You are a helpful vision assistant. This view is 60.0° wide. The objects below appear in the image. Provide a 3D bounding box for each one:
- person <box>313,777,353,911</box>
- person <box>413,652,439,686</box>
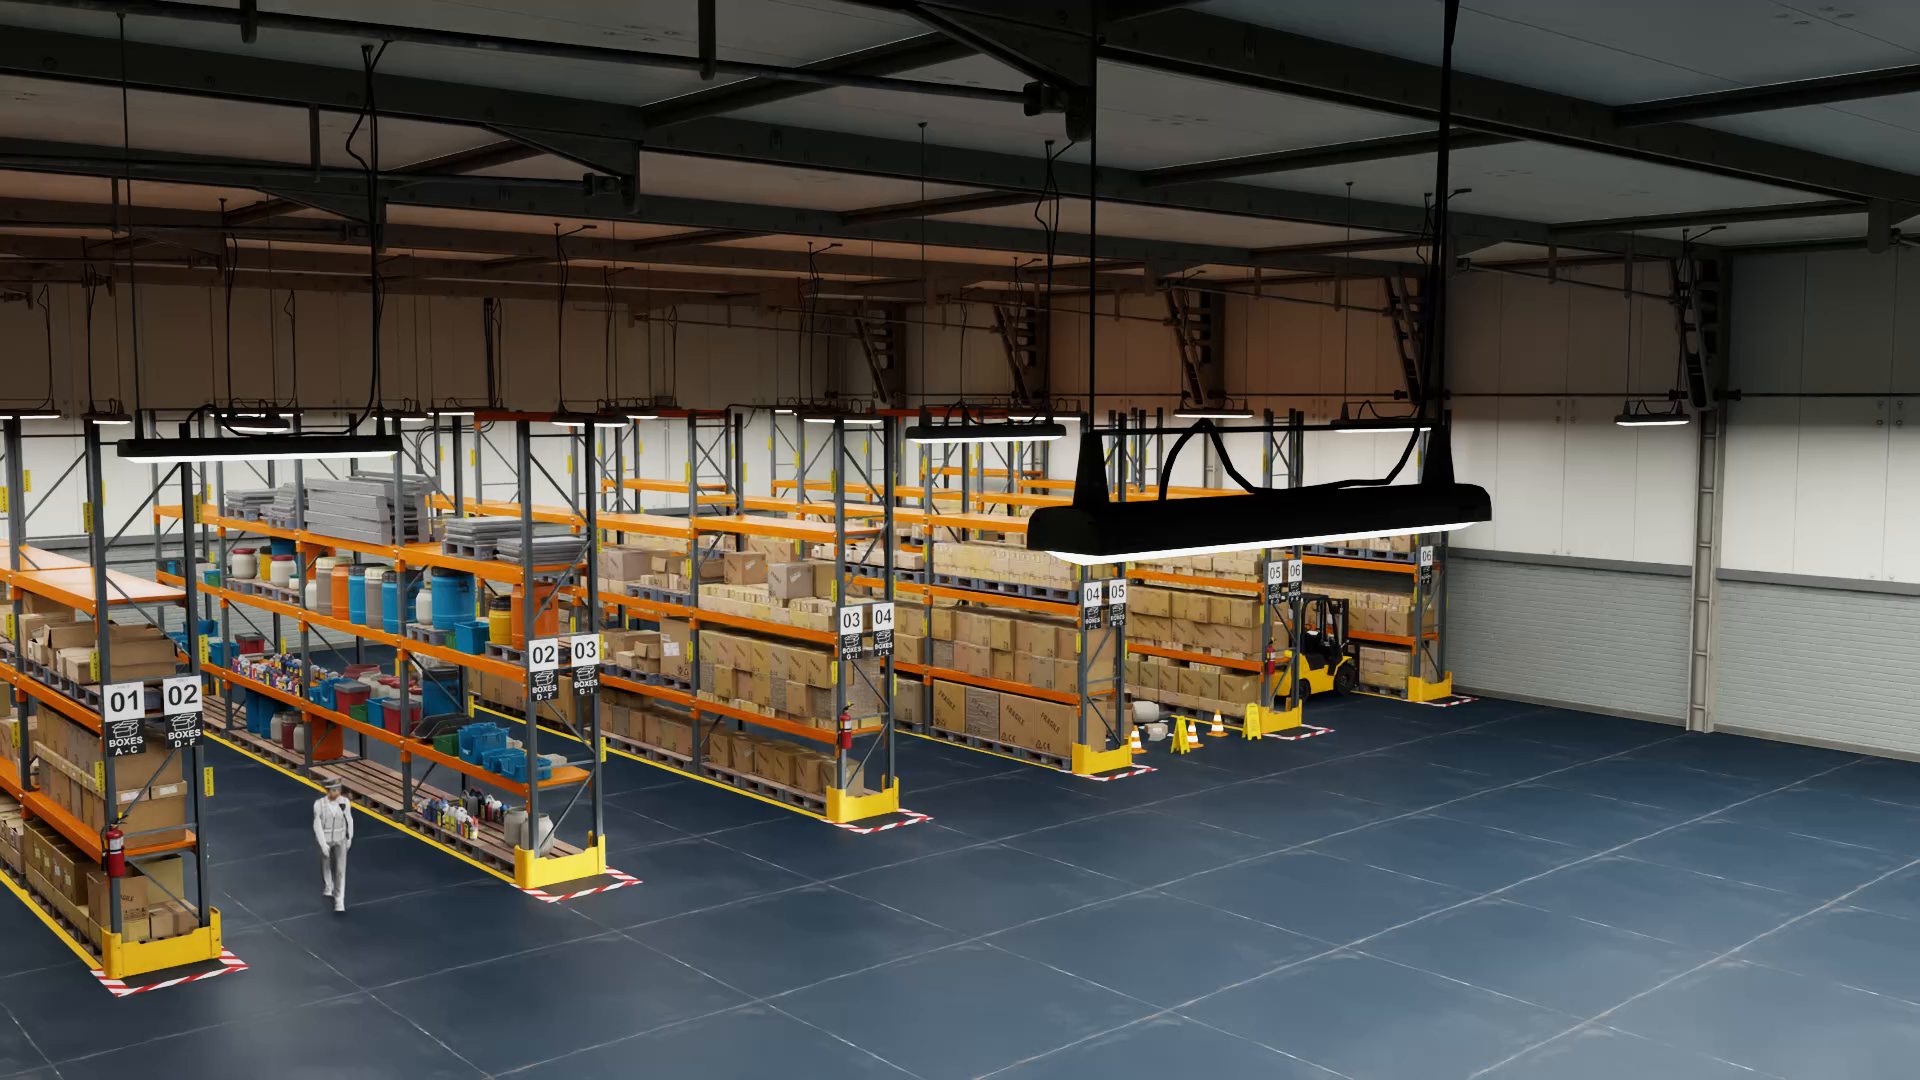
[{"bbox_3d":[-7.744,3.719,20.566,0.466,1.582,1.073,-2,5,-23],"label":"person"},{"bbox_3d":[-10.641,2.625,33.150,0.575,1.617,0.531,-4,6,-37],"label":"person"}]
